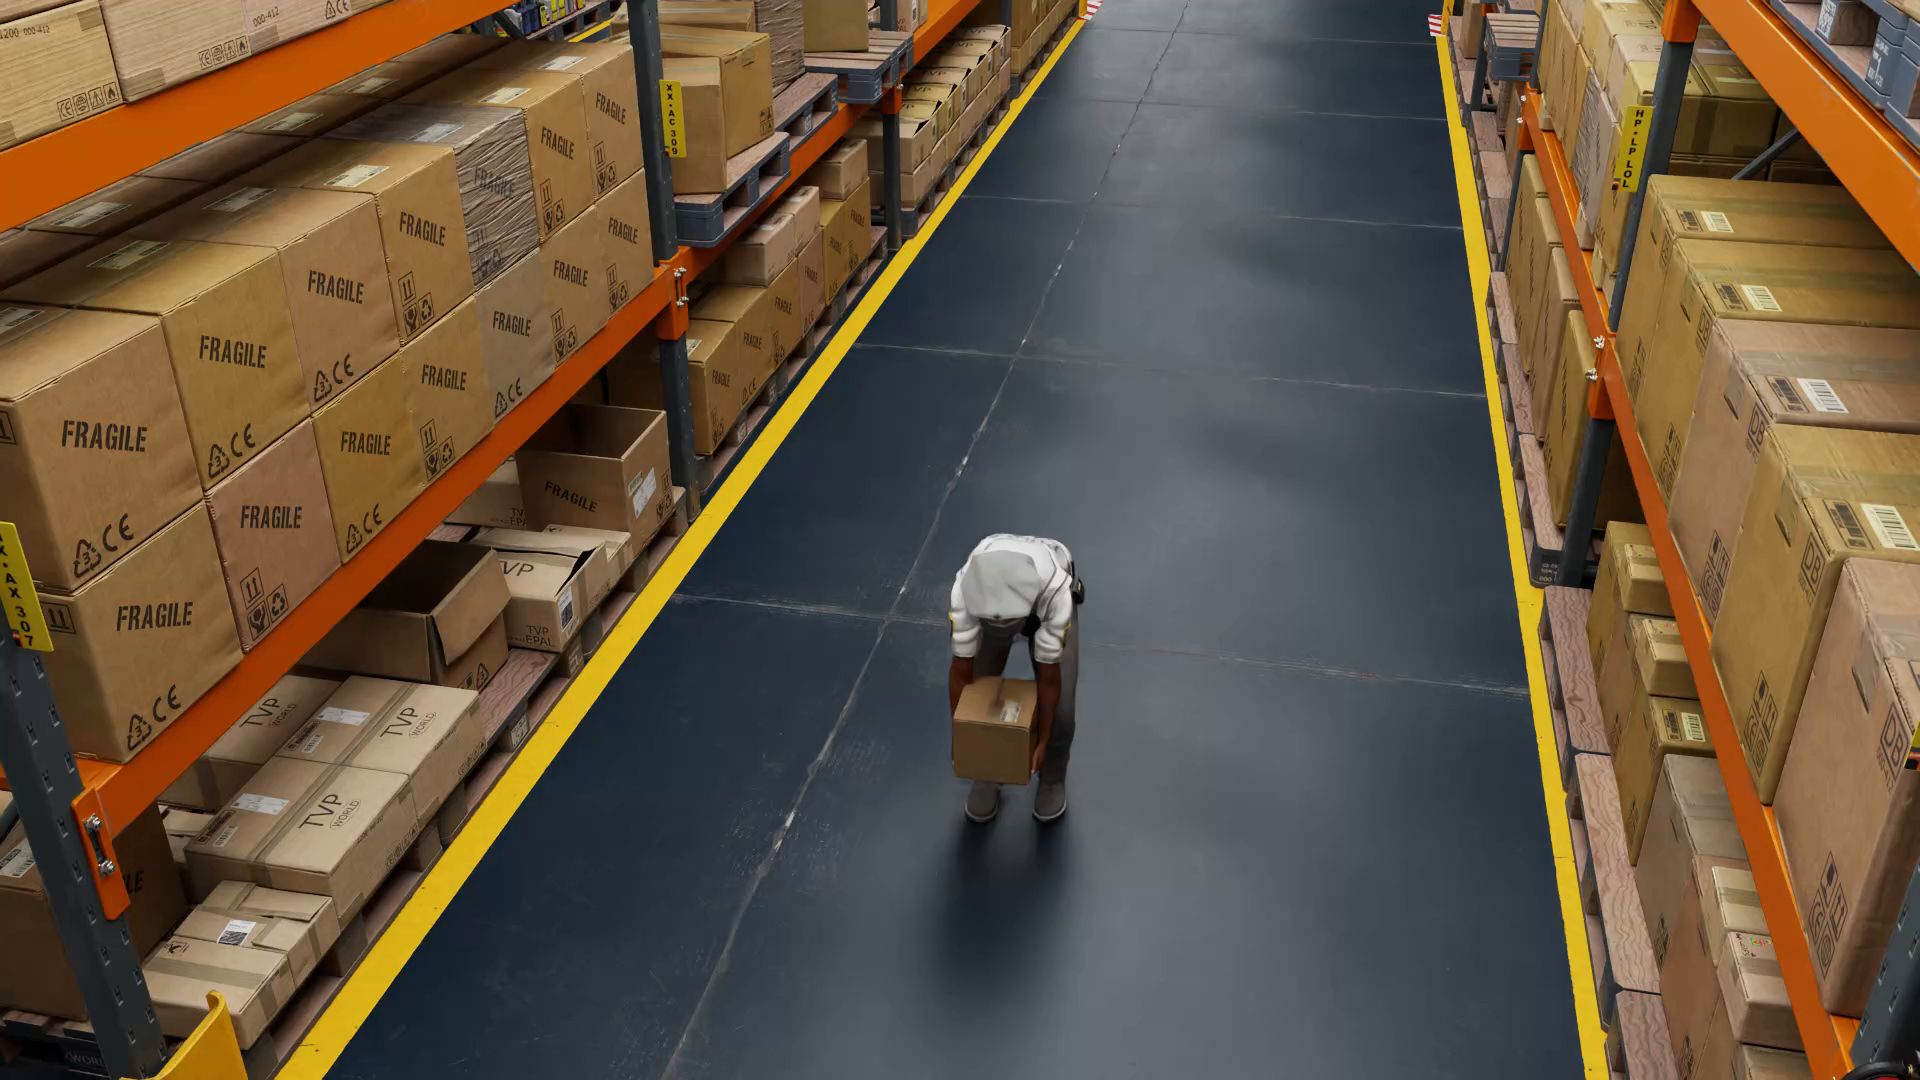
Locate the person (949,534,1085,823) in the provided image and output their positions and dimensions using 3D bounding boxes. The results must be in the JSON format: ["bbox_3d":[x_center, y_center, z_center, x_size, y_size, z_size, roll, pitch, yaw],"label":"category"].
[{"bbox_3d":[0.178,0.477,5.661,0.417,1.284,0.892,5,29,9],"label":"person"}]
